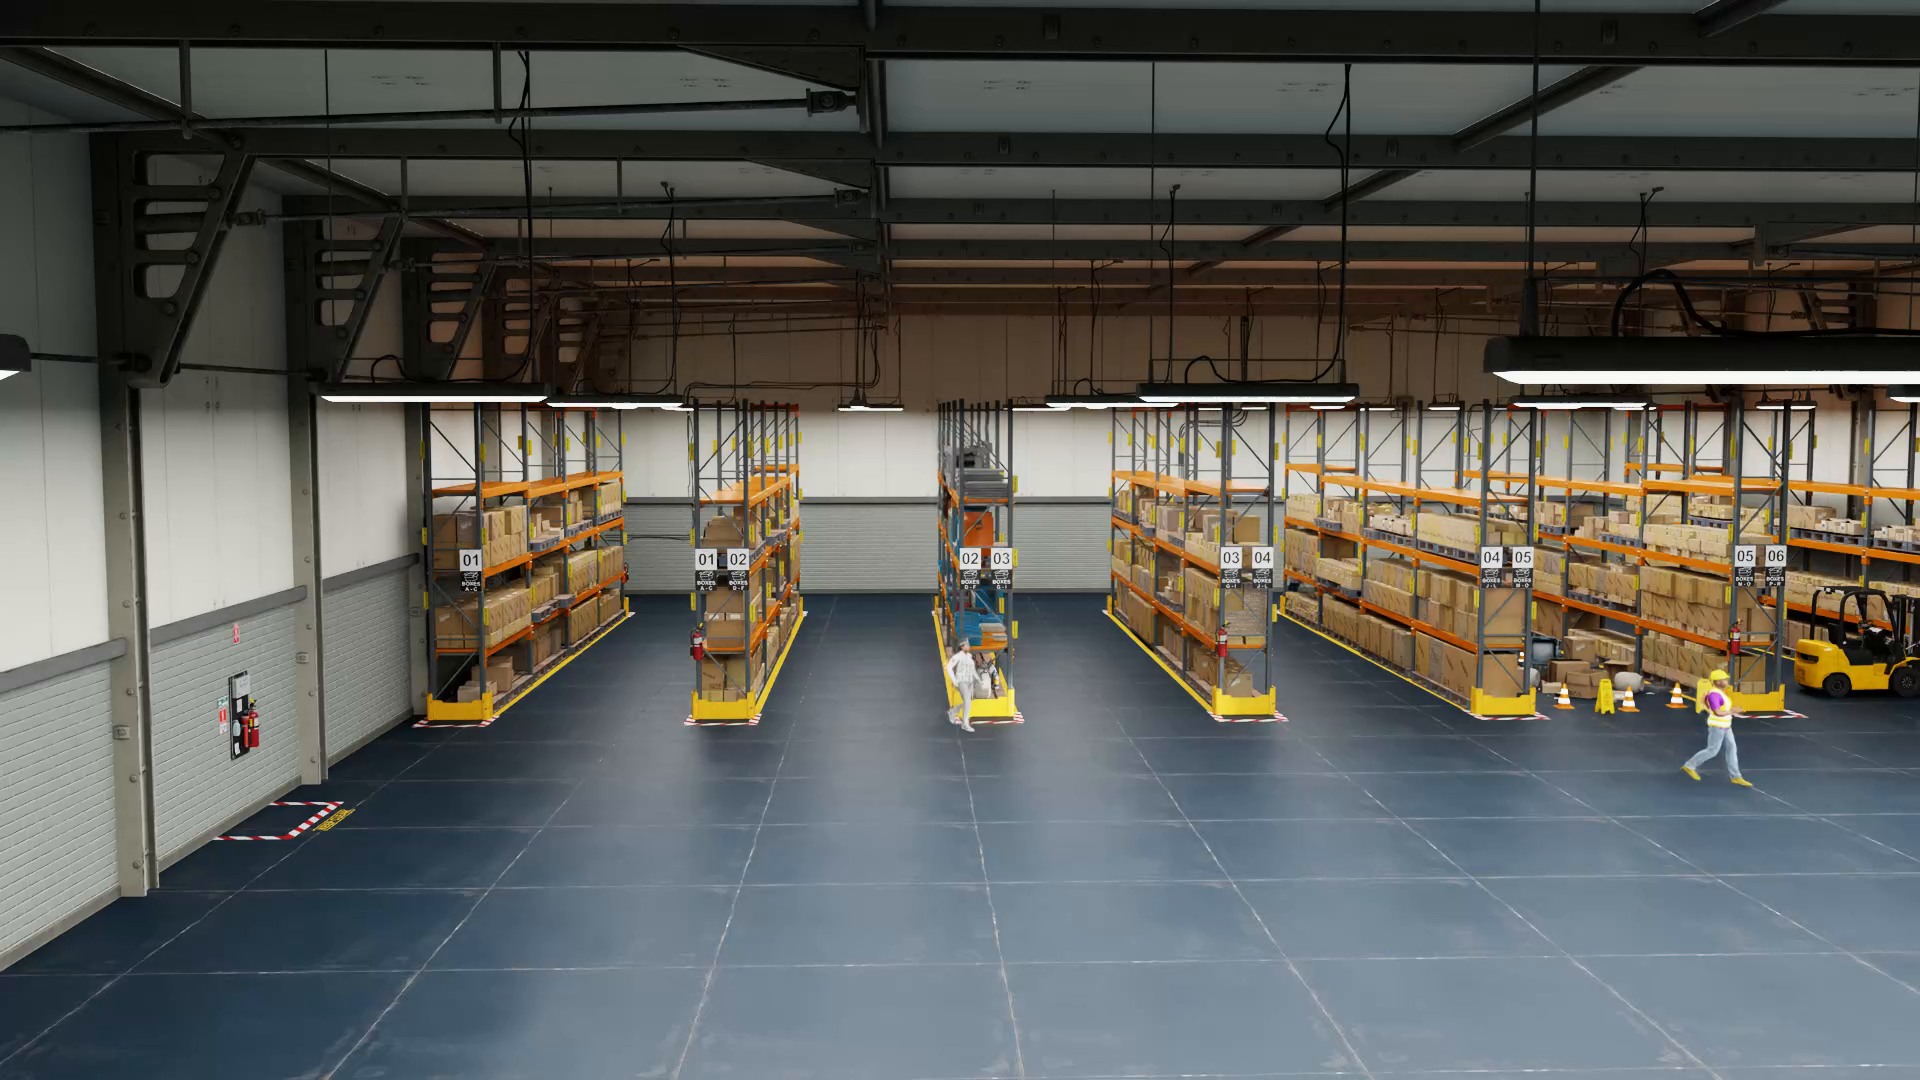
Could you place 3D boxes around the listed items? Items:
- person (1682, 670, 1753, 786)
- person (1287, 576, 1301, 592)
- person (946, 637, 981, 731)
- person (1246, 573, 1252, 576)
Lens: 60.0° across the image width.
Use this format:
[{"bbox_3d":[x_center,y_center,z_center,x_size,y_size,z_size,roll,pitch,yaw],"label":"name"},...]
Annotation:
[{"bbox_3d":[11.663,2.872,25.548,0.982,1.757,0.698,3,5,36],"label":"person"},{"bbox_3d":[9.880,1.246,48.964,0.516,1.532,0.559,-1,4,-14],"label":"person"},{"bbox_3d":[0.077,2.613,30.273,0.654,1.669,0.670,4,6,41],"label":"person"},{"bbox_3d":[8.076,1.371,46.028,0.681,1.768,0.579,0,4,1],"label":"person"}]
